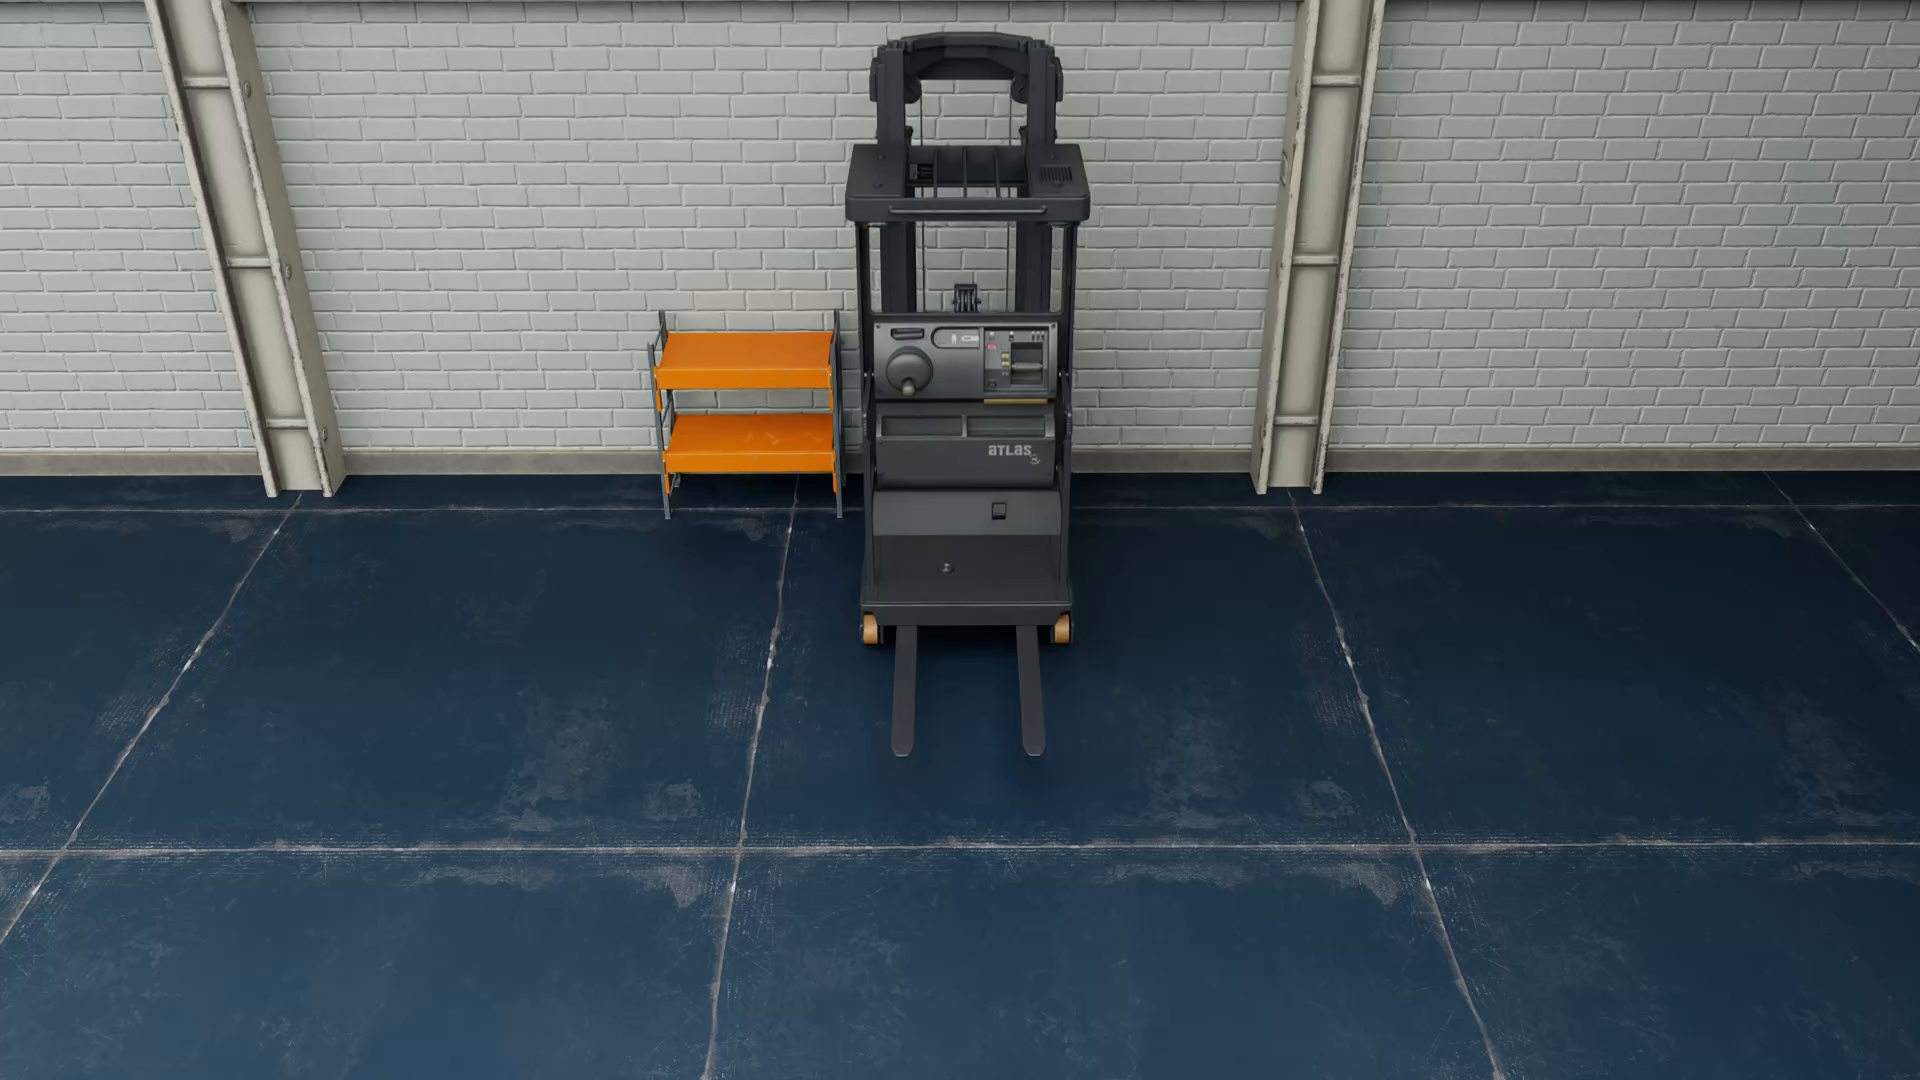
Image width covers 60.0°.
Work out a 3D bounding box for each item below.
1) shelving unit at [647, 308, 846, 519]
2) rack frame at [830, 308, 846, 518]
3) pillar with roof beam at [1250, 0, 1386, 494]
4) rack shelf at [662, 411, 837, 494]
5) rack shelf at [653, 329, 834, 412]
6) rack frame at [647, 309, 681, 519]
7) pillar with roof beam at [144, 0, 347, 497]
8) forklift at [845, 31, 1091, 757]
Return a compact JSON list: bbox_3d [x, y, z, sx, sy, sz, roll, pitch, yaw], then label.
[{"bbox_3d":[-1.224,-0.737,9.769,1.048,1.125,0.538,0,31,-1],"label":"shelving unit"},{"bbox_3d":[-0.716,-0.741,9.775,0.032,1.125,0.500,0,31,-1],"label":"rack frame"},{"bbox_3d":[2.027,-1.975,4.219,0.400,9.000,9.100,0,31,0],"label":"pillar with roof beam"},{"bbox_3d":[-1.224,-0.528,9.896,1.000,0.278,0.538,0,31,-1],"label":"rack shelf"},{"bbox_3d":[-1.224,-0.987,9.617,1.000,0.278,0.538,0,31,-1],"label":"rack shelf"},{"bbox_3d":[-1.732,-0.733,9.762,0.032,1.125,0.500,0,31,-1],"label":"rack frame"},{"bbox_3d":[-3.973,-1.956,4.188,0.400,9.000,9.100,0,31,0],"label":"pillar with roof beam"},{"bbox_3d":[0.033,-0.865,8.239,1.130,2.935,3.031,0,31,0],"label":"forklift"}]
